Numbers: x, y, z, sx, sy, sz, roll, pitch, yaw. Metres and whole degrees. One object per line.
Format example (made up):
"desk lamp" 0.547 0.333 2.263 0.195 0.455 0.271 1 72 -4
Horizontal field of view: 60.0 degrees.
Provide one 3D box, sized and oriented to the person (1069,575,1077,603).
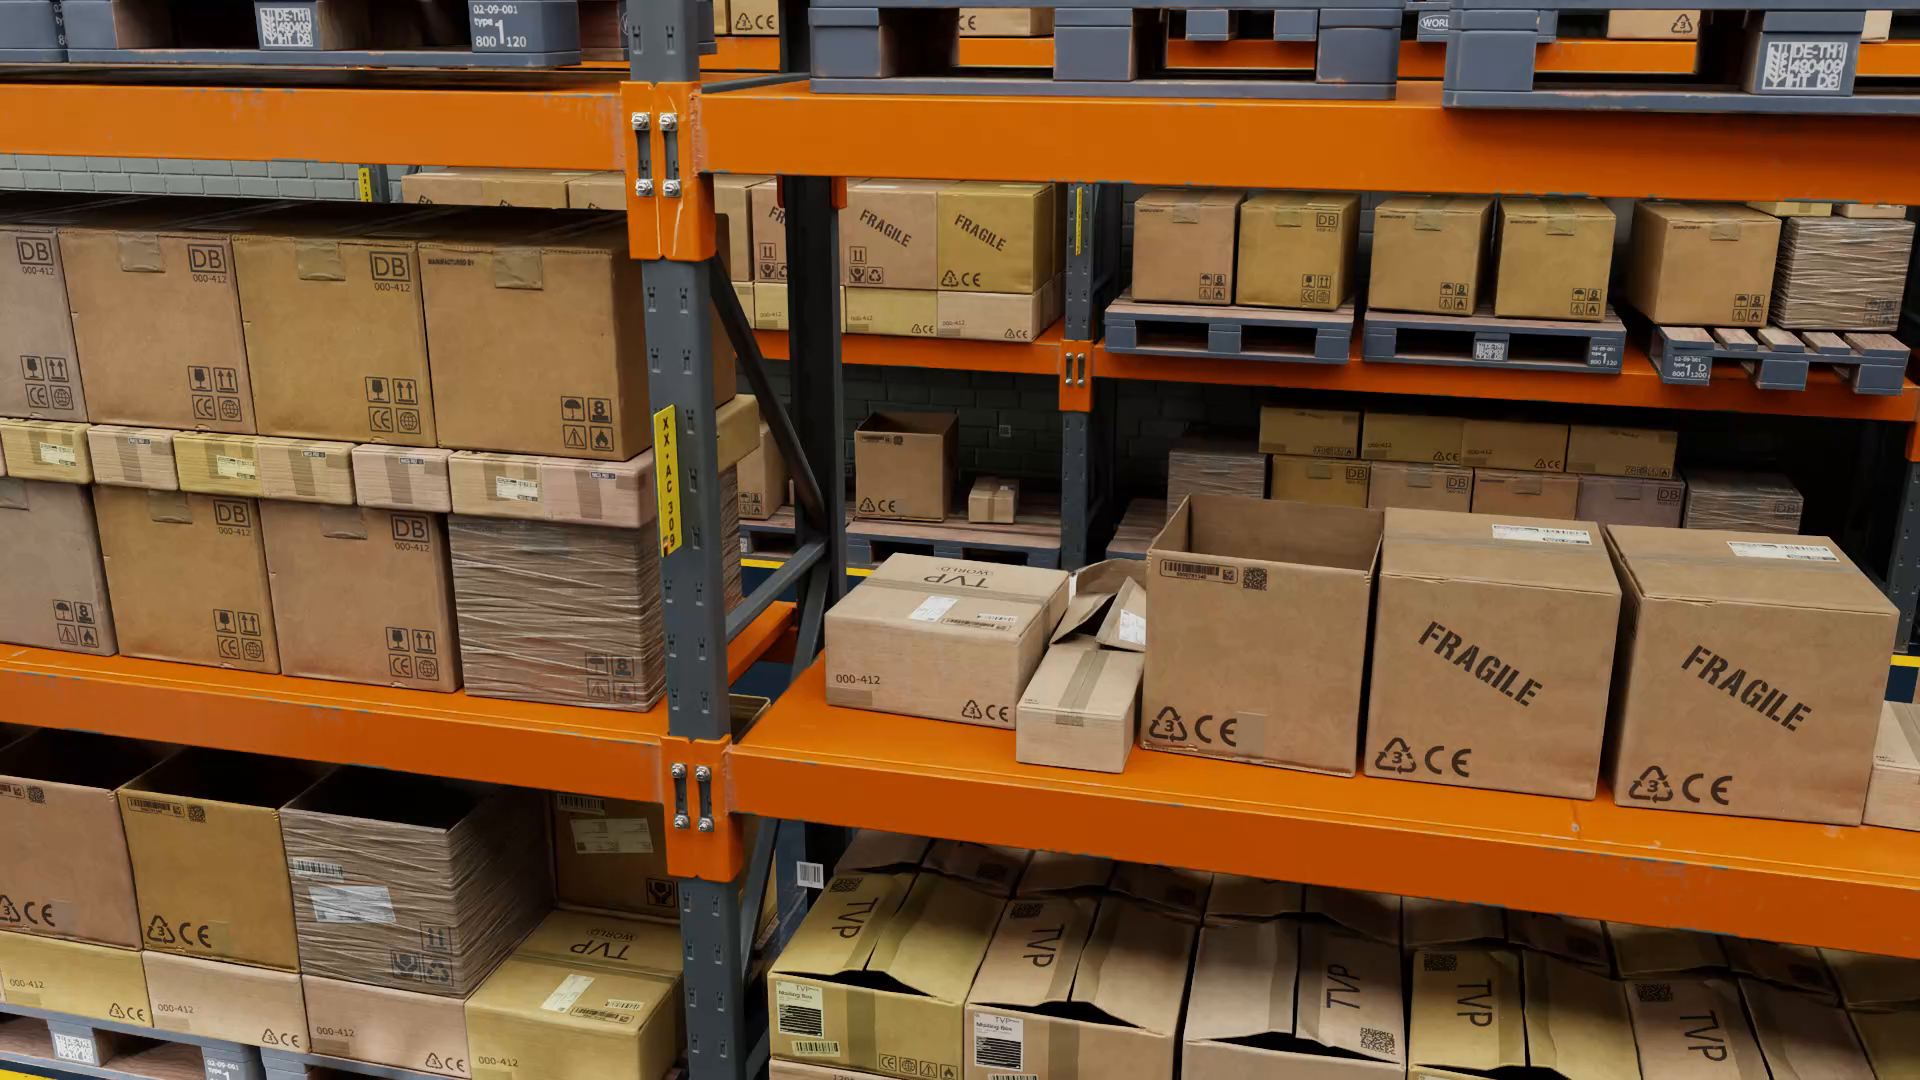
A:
"person" 0.502 0.551 6.218 0.880 1.087 0.584 4 19 13
